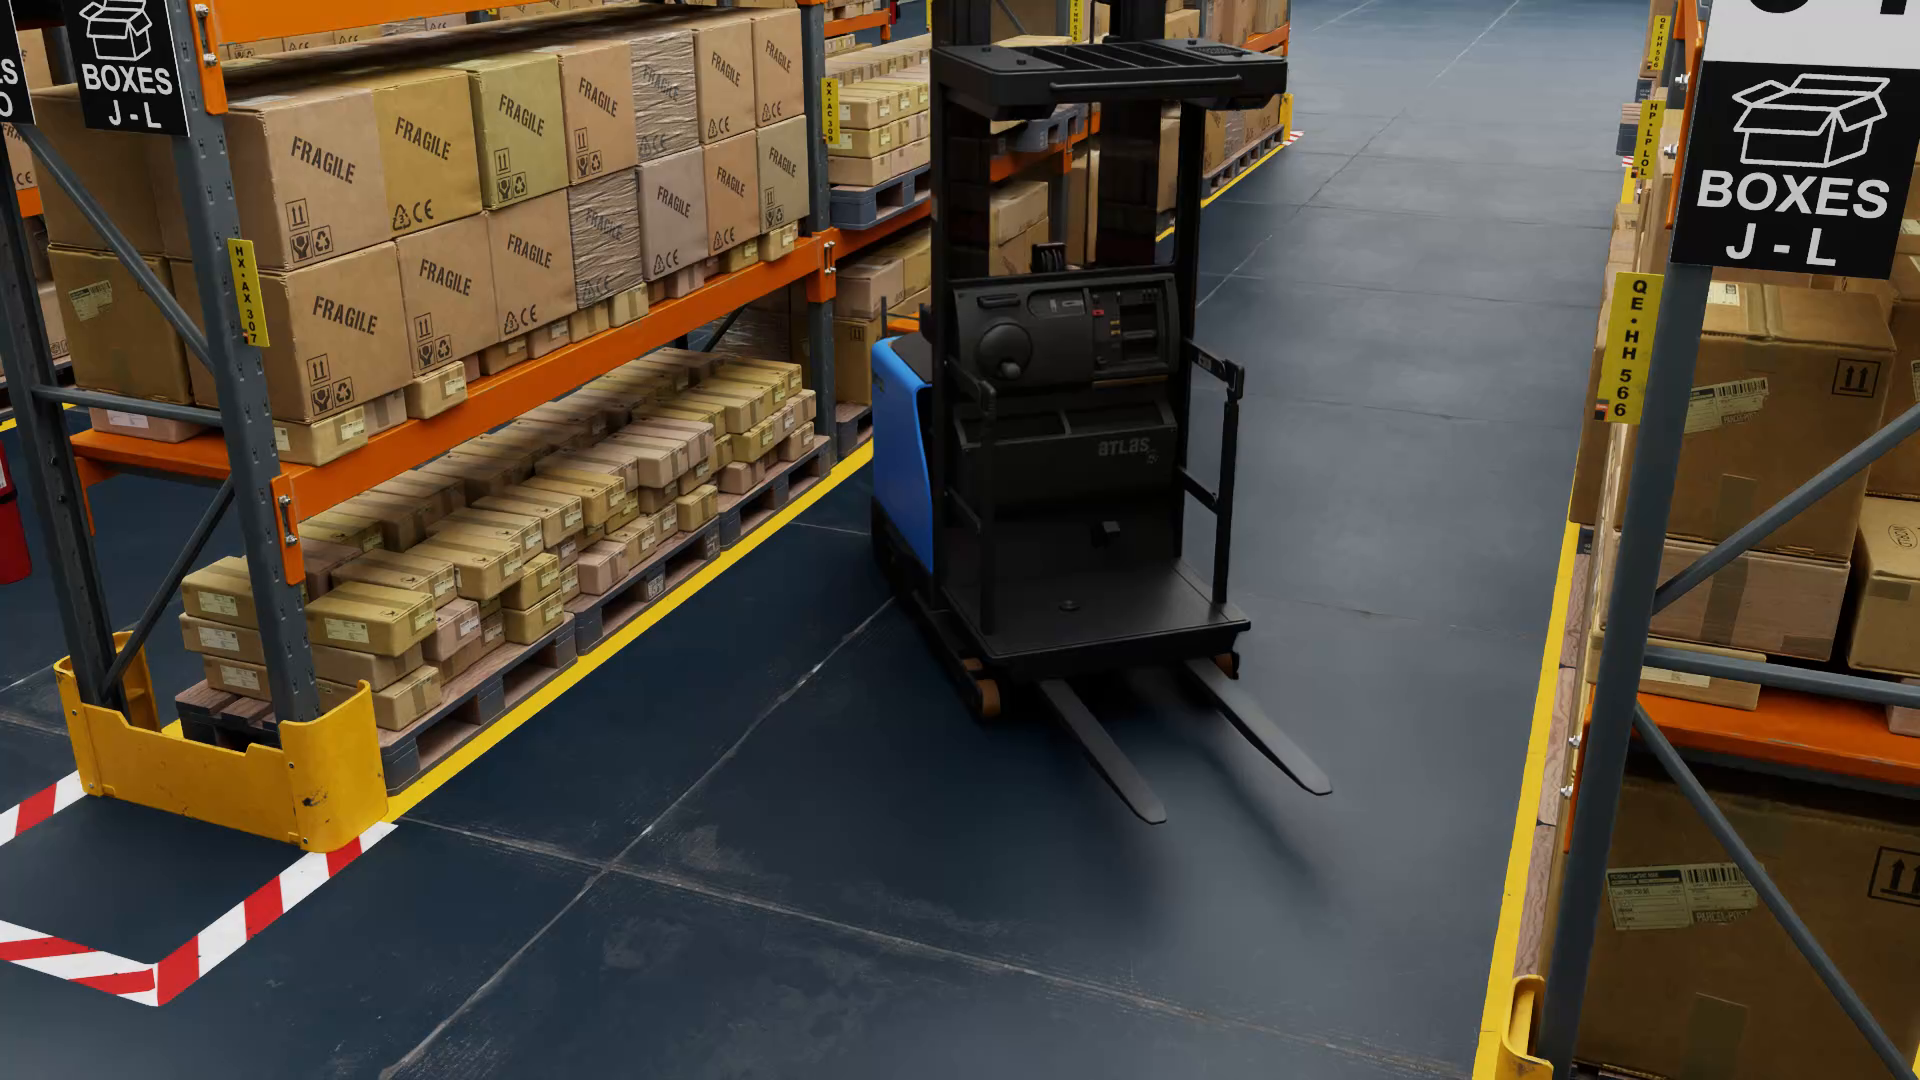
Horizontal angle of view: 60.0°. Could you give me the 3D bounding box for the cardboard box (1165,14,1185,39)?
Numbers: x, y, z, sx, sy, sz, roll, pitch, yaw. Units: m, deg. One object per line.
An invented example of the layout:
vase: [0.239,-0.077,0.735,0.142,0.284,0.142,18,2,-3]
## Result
cardboard box: [1.671,-4.357,14.660,0.500,0.500,0.500,9,24,19]

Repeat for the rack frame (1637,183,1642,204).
rack frame: [6.372,-3.970,13.864,1.000,3.000,0.127,9,24,20]

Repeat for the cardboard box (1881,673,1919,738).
cardboard box: [2.352,0.360,3.822,0.380,0.149,0.250,9,24,21]

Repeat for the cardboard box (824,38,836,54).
cardboard box: [-1.669,-5.742,19.314,0.380,0.149,0.250,10,25,22]

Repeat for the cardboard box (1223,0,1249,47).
cardboard box: [2.423,-5.296,16.843,0.875,0.550,0.550,9,24,20]

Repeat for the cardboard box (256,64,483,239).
cardboard box: [-2.059,-1.371,5.828,0.500,0.500,0.500,10,24,22]

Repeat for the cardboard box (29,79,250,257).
cardboard box: [-2.714,-1.267,5.578,0.500,0.500,0.500,8,24,19]

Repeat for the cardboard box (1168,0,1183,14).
cardboard box: [1.625,-5.046,15.011,0.700,0.500,0.500,8,24,19]

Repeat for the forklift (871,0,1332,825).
forklift: [0.496,-0.813,6.395,1.130,2.935,3.031,-7,24,-16]

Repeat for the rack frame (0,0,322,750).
rack frame: [-2.653,-0.422,5.370,1.000,3.000,0.127,9,24,20]

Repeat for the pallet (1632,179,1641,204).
pallet: [7.040,-3.367,16.037,1.003,0.211,1.213,9,24,20]

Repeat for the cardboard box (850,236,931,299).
cardboard box: [-0.452,-1.658,10.052,0.500,0.250,0.500,9,24,22]

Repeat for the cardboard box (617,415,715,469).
cardboard box: [-1.386,-0.463,7.849,0.380,0.149,0.250,8,24,17]

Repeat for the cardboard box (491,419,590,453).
cardboard box: [-1.964,-0.440,7.794,0.380,0.149,0.250,8,24,18]

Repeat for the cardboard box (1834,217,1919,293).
cardboard box: [2.716,-0.589,4.603,0.500,0.500,0.500,8,24,19]

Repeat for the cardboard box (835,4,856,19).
cardboard box: [-1.458,-6.249,19.644,0.380,0.149,0.250,9,24,21]

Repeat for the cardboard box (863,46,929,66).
cardboard box: [-0.424,-3.125,10.848,0.380,0.149,0.250,10,25,23]

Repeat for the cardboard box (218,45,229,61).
cardboard box: [-5.207,-3.336,10.918,0.500,0.500,0.500,9,24,20]

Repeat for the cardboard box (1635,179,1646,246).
cardboard box: [3.698,-1.724,8.357,0.500,0.500,0.500,8,24,19]

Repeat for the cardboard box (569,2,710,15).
cardboard box: [-1.561,-2.372,8.224,0.500,0.500,0.500,9,24,21]

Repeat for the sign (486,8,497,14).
sign: [-3.799,-4.414,13.423,0.100,0.325,0.005,9,24,20]

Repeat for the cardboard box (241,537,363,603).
cardboard box: [-2.545,0.117,6.460,0.380,0.149,0.250,9,24,21]

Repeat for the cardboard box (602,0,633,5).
cardboard box: [-3.362,-5.019,15.314,0.500,0.500,0.500,8,24,18]

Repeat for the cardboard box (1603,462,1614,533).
cardboard box: [2.119,-0.101,4.925,0.380,0.149,0.250,8,24,19]

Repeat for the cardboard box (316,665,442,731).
cardboard box: [-2.162,0.558,6.177,0.380,0.149,0.250,9,24,21]

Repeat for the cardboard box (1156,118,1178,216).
cardboard box: [1.295,-3.293,14.615,1.050,0.750,0.750,9,24,20]

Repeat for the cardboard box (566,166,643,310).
cardboard box: [-1.678,-1.279,6.904,0.500,0.500,0.500,8,24,19]

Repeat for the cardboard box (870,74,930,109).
cardboard box: [-0.304,-2.562,9.502,0.380,0.149,0.250,8,24,19]

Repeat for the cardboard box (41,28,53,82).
cardboard box: [-5.868,-3.230,10.663,0.500,0.500,0.500,10,25,22]

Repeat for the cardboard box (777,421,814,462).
cardboard box: [-0.997,-0.543,8.812,0.380,0.149,0.250,9,24,21]

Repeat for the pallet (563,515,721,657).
pallet: [-1.836,0.116,7.698,1.003,0.211,1.213,9,24,20]

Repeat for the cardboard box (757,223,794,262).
cardboard box: [-1.051,-1.494,8.262,0.380,0.149,0.250,8,24,19]

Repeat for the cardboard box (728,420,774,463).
cardboard box: [-1.162,-0.514,8.357,0.380,0.149,0.250,8,24,18]

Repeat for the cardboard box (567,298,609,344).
cardboard box: [-1.697,-0.941,6.937,0.380,0.149,0.250,10,25,22]

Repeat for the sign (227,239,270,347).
sign: [-2.150,-0.744,5.017,0.100,0.325,0.005,9,24,20]

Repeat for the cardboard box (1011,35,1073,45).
cardboard box: [0.562,-3.397,11.499,0.380,0.149,0.250,8,24,18]

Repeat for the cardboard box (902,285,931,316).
cardboard box: [-0.452,-1.310,10.193,0.500,0.500,0.500,10,25,22]

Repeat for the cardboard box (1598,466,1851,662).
cardboard box: [1.848,0.044,4.061,0.500,0.250,0.500,8,24,19]

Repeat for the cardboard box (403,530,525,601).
cardboard box: [-1.940,0.098,6.505,0.380,0.149,0.250,9,24,20]

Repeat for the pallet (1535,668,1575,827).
pallet: [2.593,0.878,5.874,1.003,0.211,1.213,9,24,20]

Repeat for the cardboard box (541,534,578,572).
cardboard box: [-1.851,0.036,7.040,0.380,0.149,0.250,8,24,18]

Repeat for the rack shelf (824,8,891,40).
rack shelf: [-2.087,-5.773,19.112,1.077,0.370,4.000,9,24,20]

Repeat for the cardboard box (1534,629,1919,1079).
cardboard box: [2.078,0.870,4.487,0.875,0.875,0.875,9,24,20]

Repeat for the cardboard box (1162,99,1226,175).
cardboard box: [2.103,-4.145,16.494,0.875,0.875,0.875,9,24,21]

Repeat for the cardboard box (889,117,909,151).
cardboard box: [-0.500,-2.237,9.109,0.380,0.149,0.250,8,24,19]

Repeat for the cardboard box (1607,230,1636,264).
cardboard box: [4.272,-1.191,9.420,1.225,0.875,0.875,9,24,20]

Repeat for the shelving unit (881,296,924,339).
shelving unit: [-0.138,-0.661,8.276,0.258,1.200,0.503,14,27,30]

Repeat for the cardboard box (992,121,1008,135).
cardboard box: [0.080,-2.663,10.514,0.380,0.149,0.250,10,24,22]

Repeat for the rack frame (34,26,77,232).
rack frame: [-5.801,-2.526,10.407,1.000,3.000,0.127,9,24,20]

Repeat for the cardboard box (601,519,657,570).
cardboard box: [-1.599,0.002,7.507,0.380,0.149,0.250,9,24,20]

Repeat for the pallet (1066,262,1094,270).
pallet: [0.681,-2.270,13.410,1.003,0.211,1.213,9,24,20]

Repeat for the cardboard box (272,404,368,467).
cardboard box: [-2.229,-0.376,5.583,0.380,0.149,0.250,9,24,20]

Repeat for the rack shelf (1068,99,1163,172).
rack shelf: [1.061,-3.669,14.075,1.077,0.370,4.000,9,24,20]
